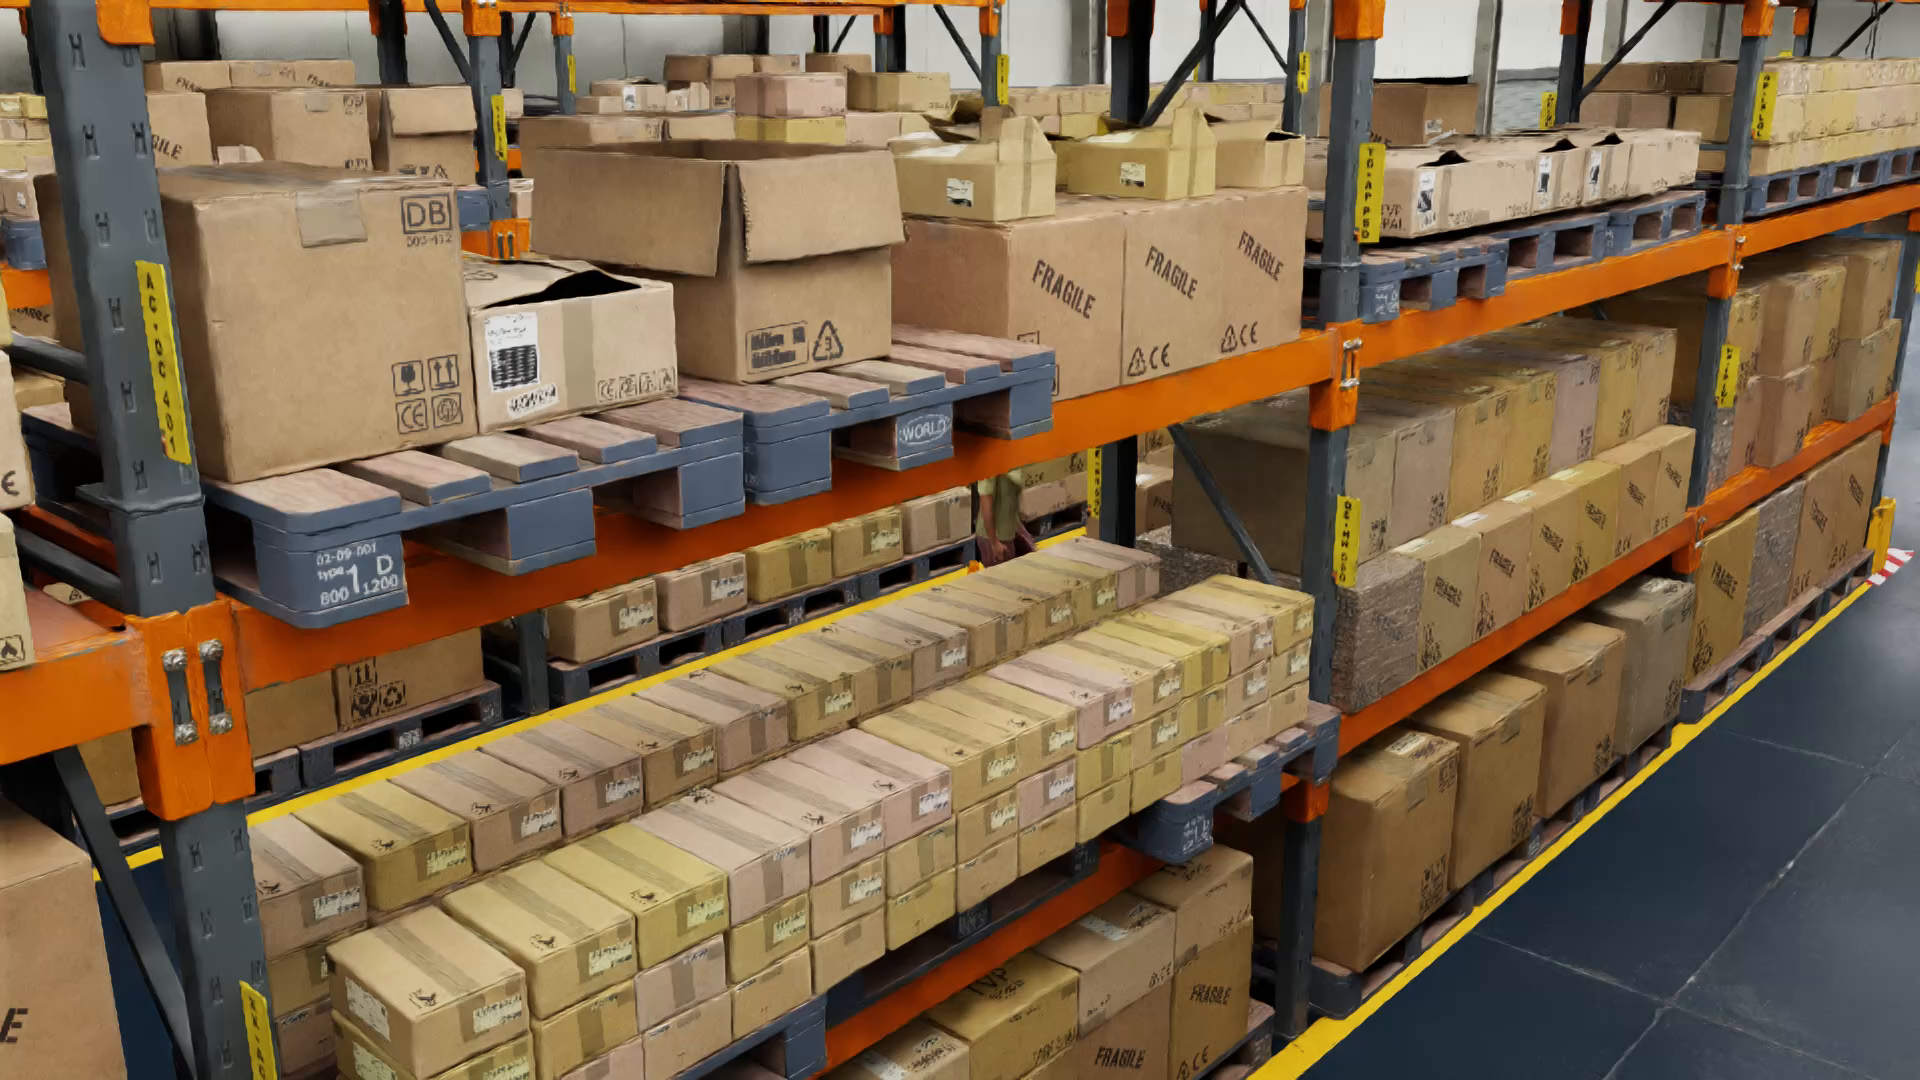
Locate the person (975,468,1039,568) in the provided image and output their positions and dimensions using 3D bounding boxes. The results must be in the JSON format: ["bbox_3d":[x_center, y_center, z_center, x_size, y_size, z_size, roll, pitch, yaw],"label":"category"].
[{"bbox_3d":[0.284,-0.044,10.214,0.476,1.664,0.594,2,17,6],"label":"person"}]
